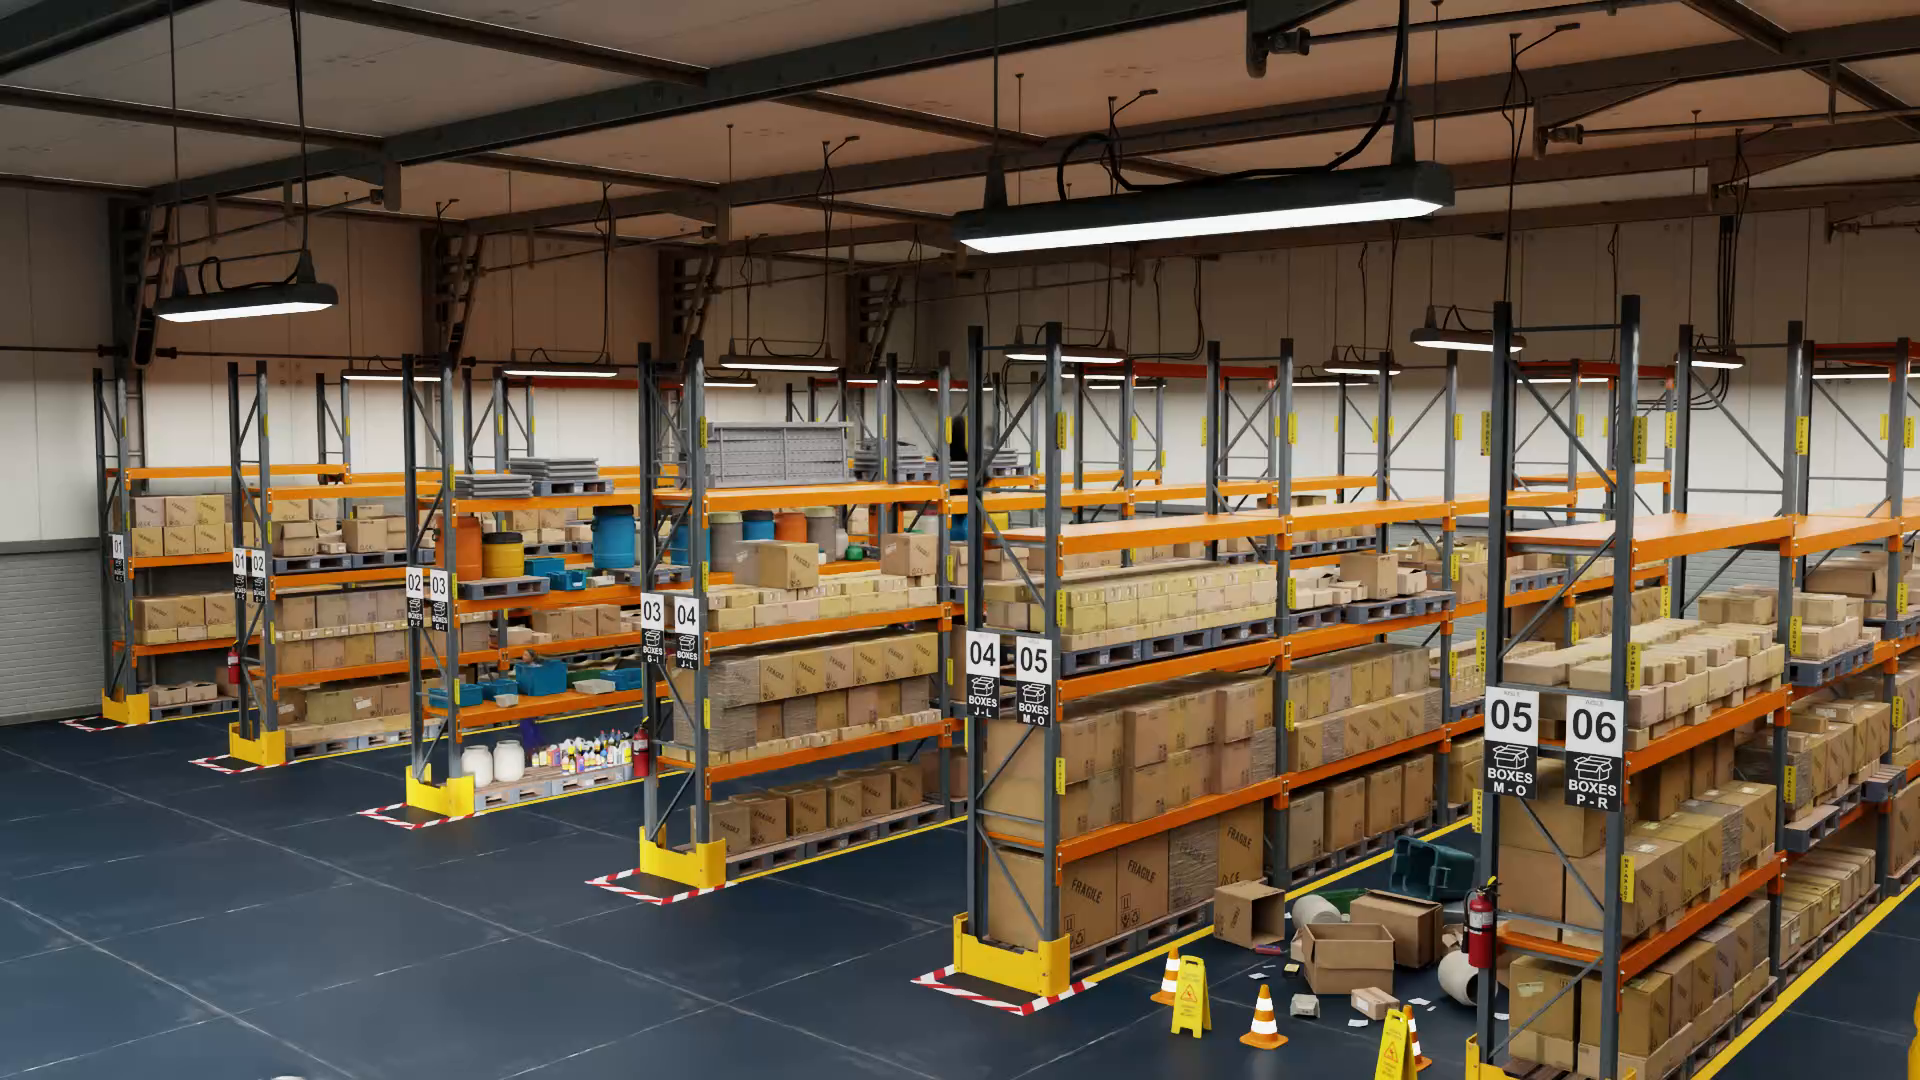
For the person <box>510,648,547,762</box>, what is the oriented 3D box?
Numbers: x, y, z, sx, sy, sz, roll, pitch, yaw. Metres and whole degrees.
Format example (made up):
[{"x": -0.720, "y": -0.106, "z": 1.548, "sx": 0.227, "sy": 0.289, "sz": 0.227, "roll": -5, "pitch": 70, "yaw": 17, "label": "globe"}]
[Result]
[{"x": -6.531, "y": 2.491, "z": 25.236, "sx": 0.585, "sy": 1.700, "sz": 0.708, "roll": 3, "pitch": 5, "yaw": 35, "label": "person"}]

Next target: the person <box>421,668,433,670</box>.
[{"x": -9.401, "y": 2.078, "z": 29.429, "sx": 0.627, "sy": 1.704, "sz": 0.698, "roll": 4, "pitch": 6, "yaw": 43, "label": "person"}]
